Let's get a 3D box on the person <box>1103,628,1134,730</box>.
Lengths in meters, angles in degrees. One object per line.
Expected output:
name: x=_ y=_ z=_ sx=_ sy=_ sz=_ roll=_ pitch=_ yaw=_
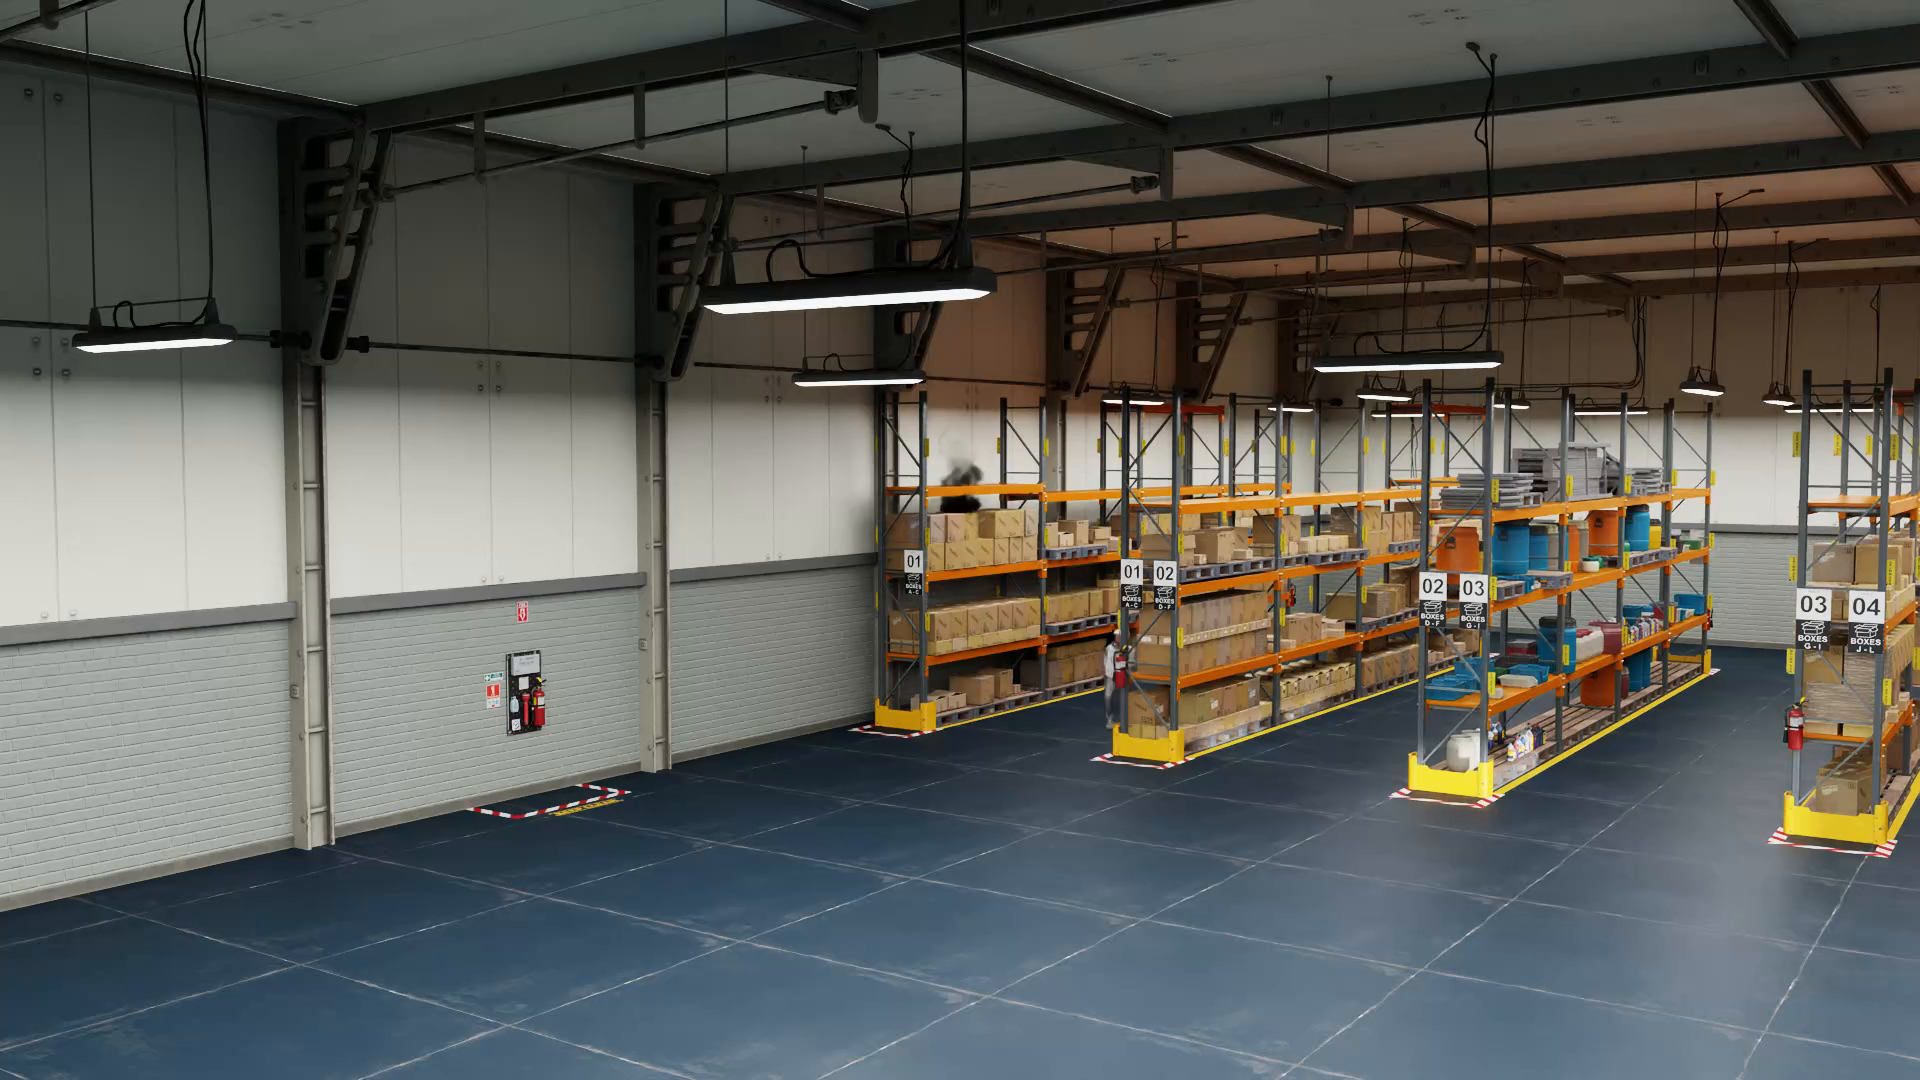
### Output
person: x=2.816 y=2.475 z=29.667 sx=0.624 sy=1.831 sz=0.752 roll=1 pitch=3 yaw=20
